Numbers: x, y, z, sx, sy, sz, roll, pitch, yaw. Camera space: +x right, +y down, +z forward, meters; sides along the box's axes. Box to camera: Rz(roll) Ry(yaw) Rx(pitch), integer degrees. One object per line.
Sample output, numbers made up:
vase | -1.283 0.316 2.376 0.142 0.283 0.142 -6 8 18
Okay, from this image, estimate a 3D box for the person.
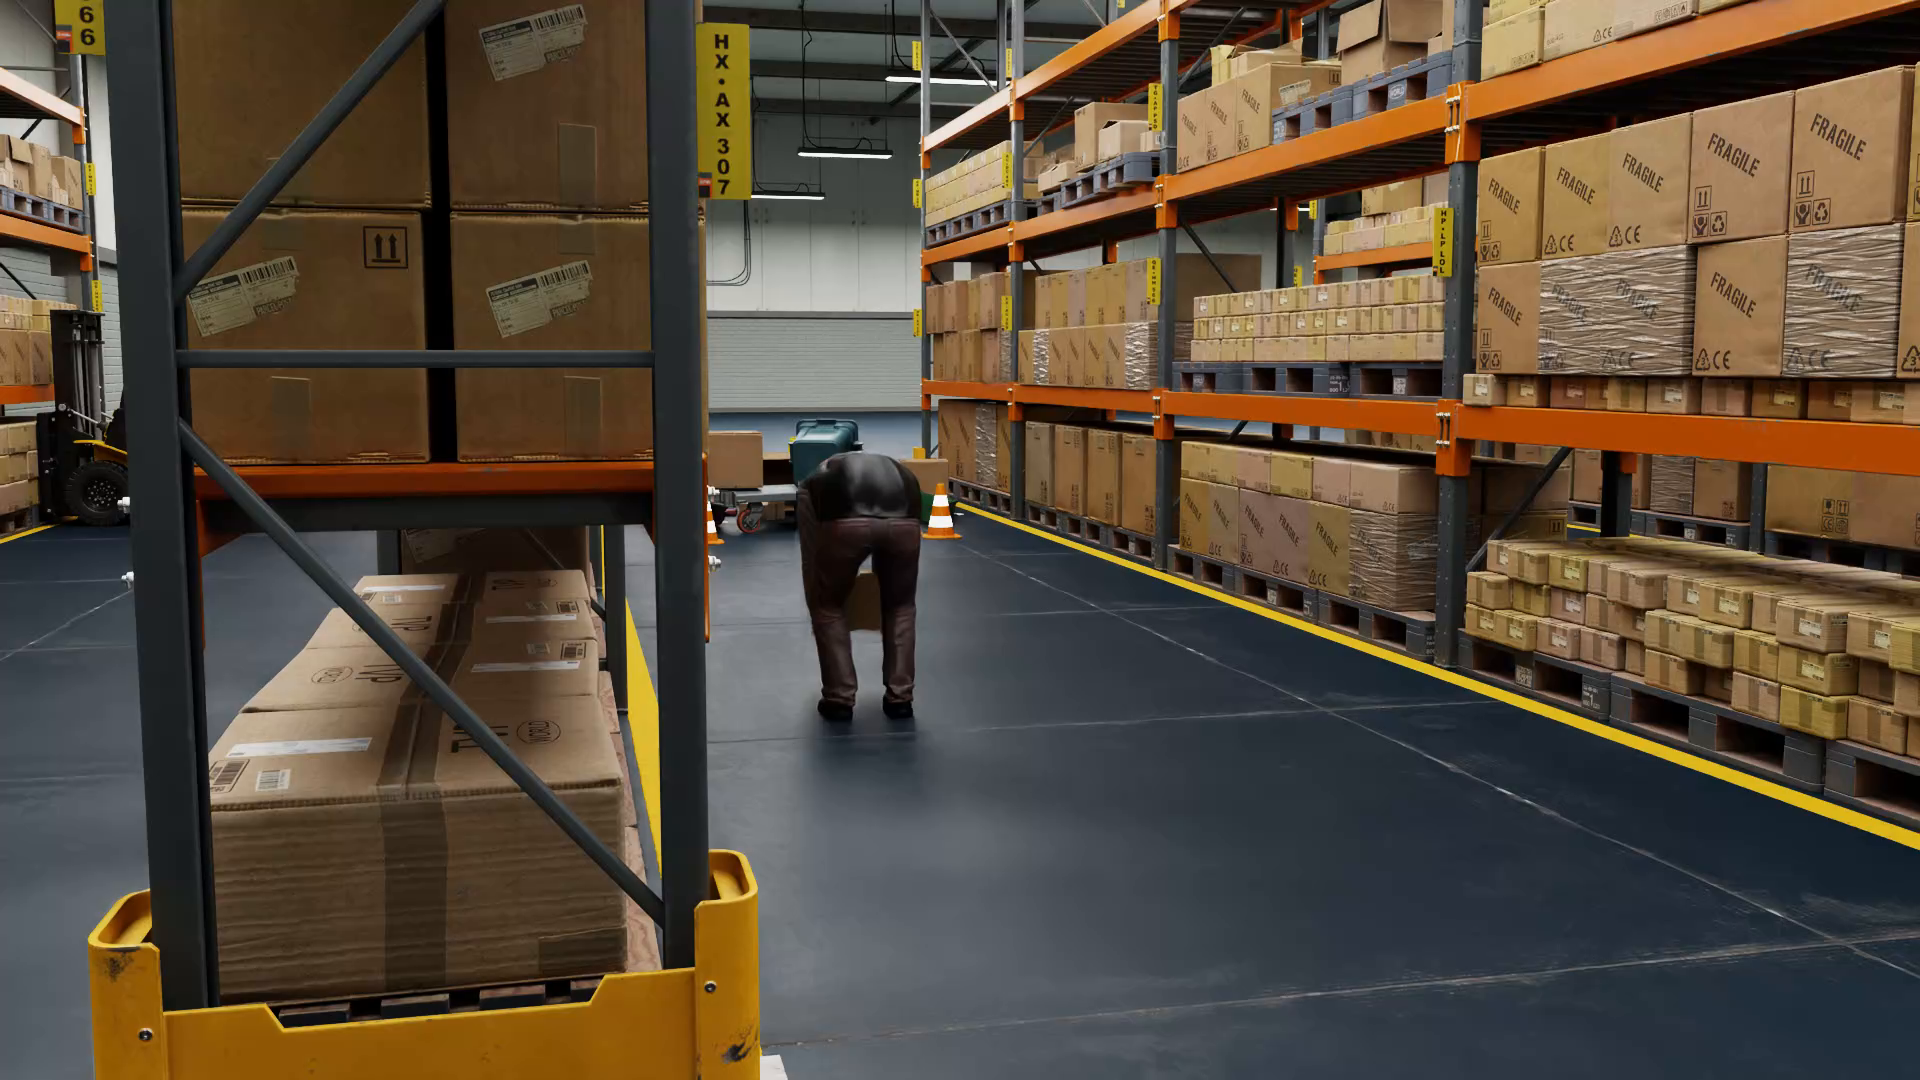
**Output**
person | -0.463 0.176 7.329 0.467 1.105 0.935 -2 6 -16
